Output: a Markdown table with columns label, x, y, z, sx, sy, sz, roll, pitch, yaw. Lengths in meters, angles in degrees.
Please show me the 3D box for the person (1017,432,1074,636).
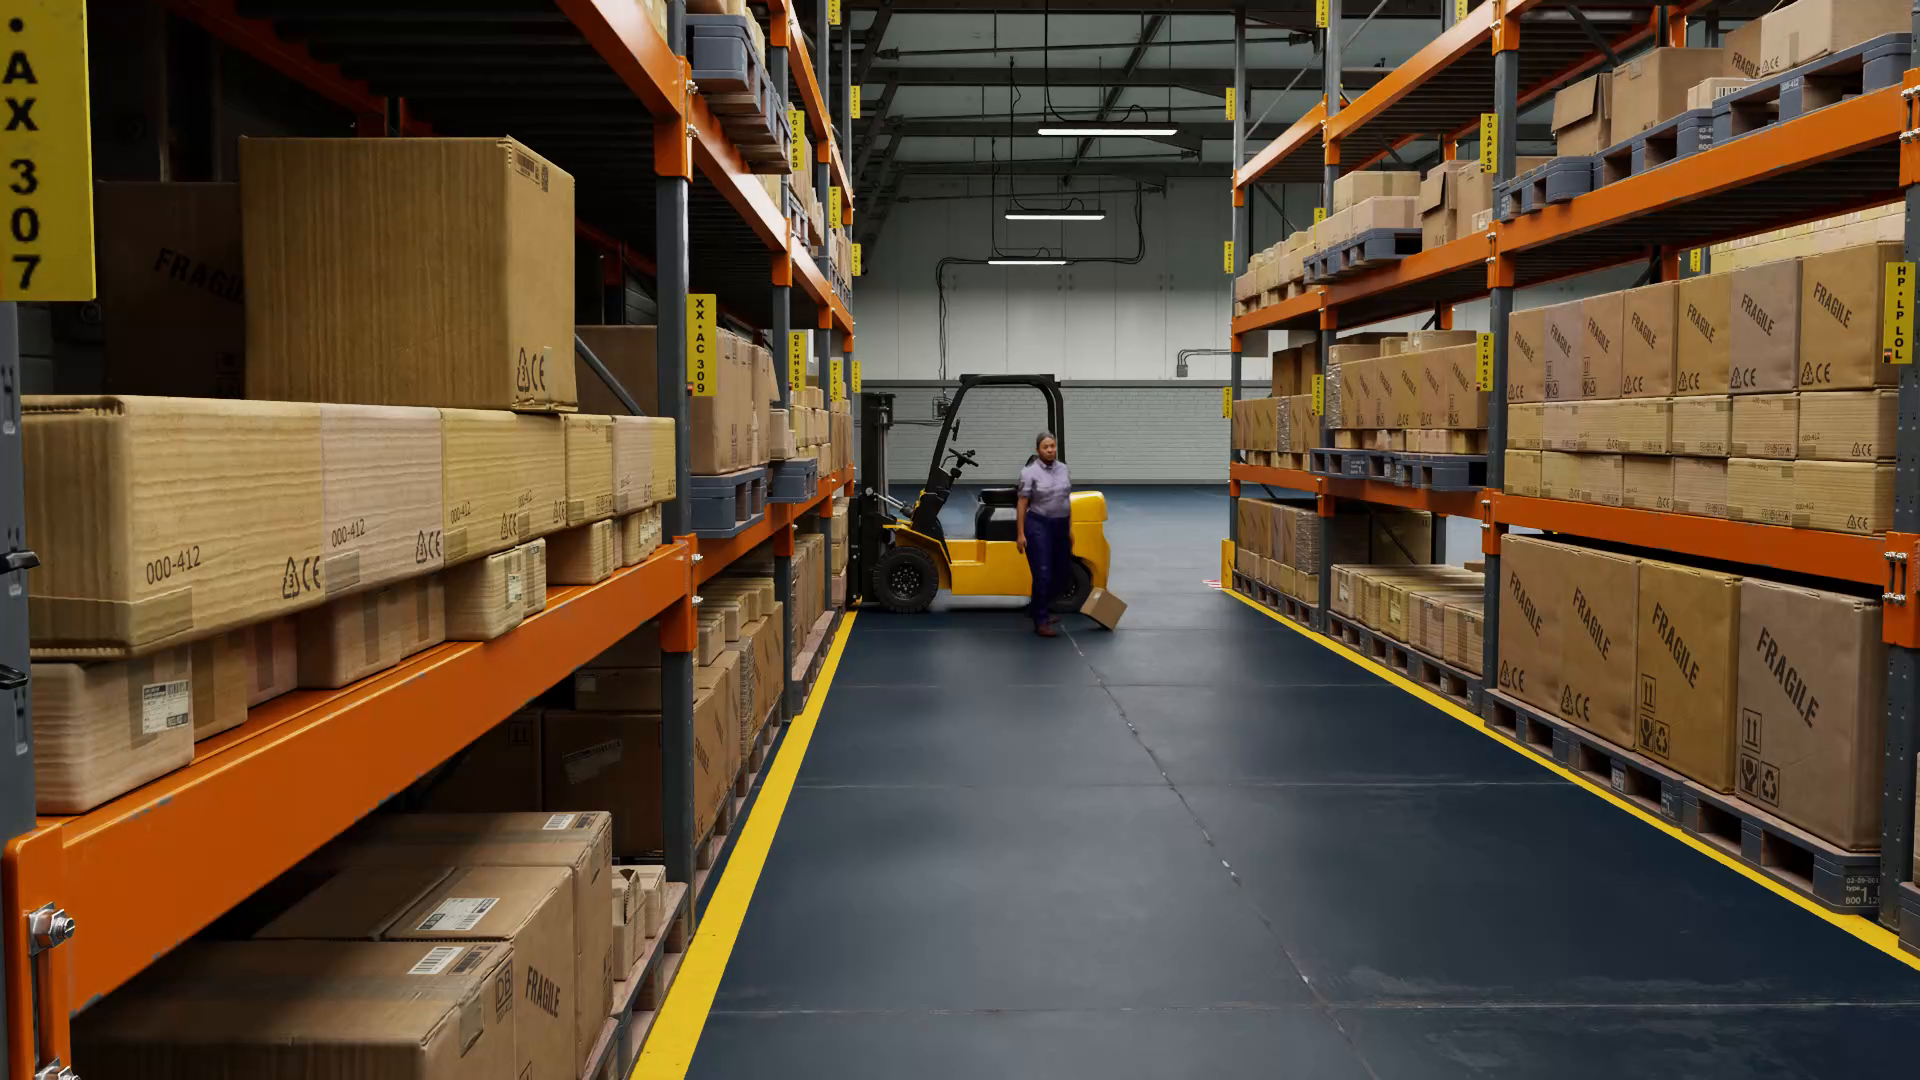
| label | x | y | z | sx | sy | sz | roll | pitch | yaw |
| --- | --- | --- | --- | --- | --- | --- | --- | --- | --- |
| person | 0.668 | -0.057 | 13.515 | 0.556 | 1.638 | 0.558 | -3 | 5 | -34 |
